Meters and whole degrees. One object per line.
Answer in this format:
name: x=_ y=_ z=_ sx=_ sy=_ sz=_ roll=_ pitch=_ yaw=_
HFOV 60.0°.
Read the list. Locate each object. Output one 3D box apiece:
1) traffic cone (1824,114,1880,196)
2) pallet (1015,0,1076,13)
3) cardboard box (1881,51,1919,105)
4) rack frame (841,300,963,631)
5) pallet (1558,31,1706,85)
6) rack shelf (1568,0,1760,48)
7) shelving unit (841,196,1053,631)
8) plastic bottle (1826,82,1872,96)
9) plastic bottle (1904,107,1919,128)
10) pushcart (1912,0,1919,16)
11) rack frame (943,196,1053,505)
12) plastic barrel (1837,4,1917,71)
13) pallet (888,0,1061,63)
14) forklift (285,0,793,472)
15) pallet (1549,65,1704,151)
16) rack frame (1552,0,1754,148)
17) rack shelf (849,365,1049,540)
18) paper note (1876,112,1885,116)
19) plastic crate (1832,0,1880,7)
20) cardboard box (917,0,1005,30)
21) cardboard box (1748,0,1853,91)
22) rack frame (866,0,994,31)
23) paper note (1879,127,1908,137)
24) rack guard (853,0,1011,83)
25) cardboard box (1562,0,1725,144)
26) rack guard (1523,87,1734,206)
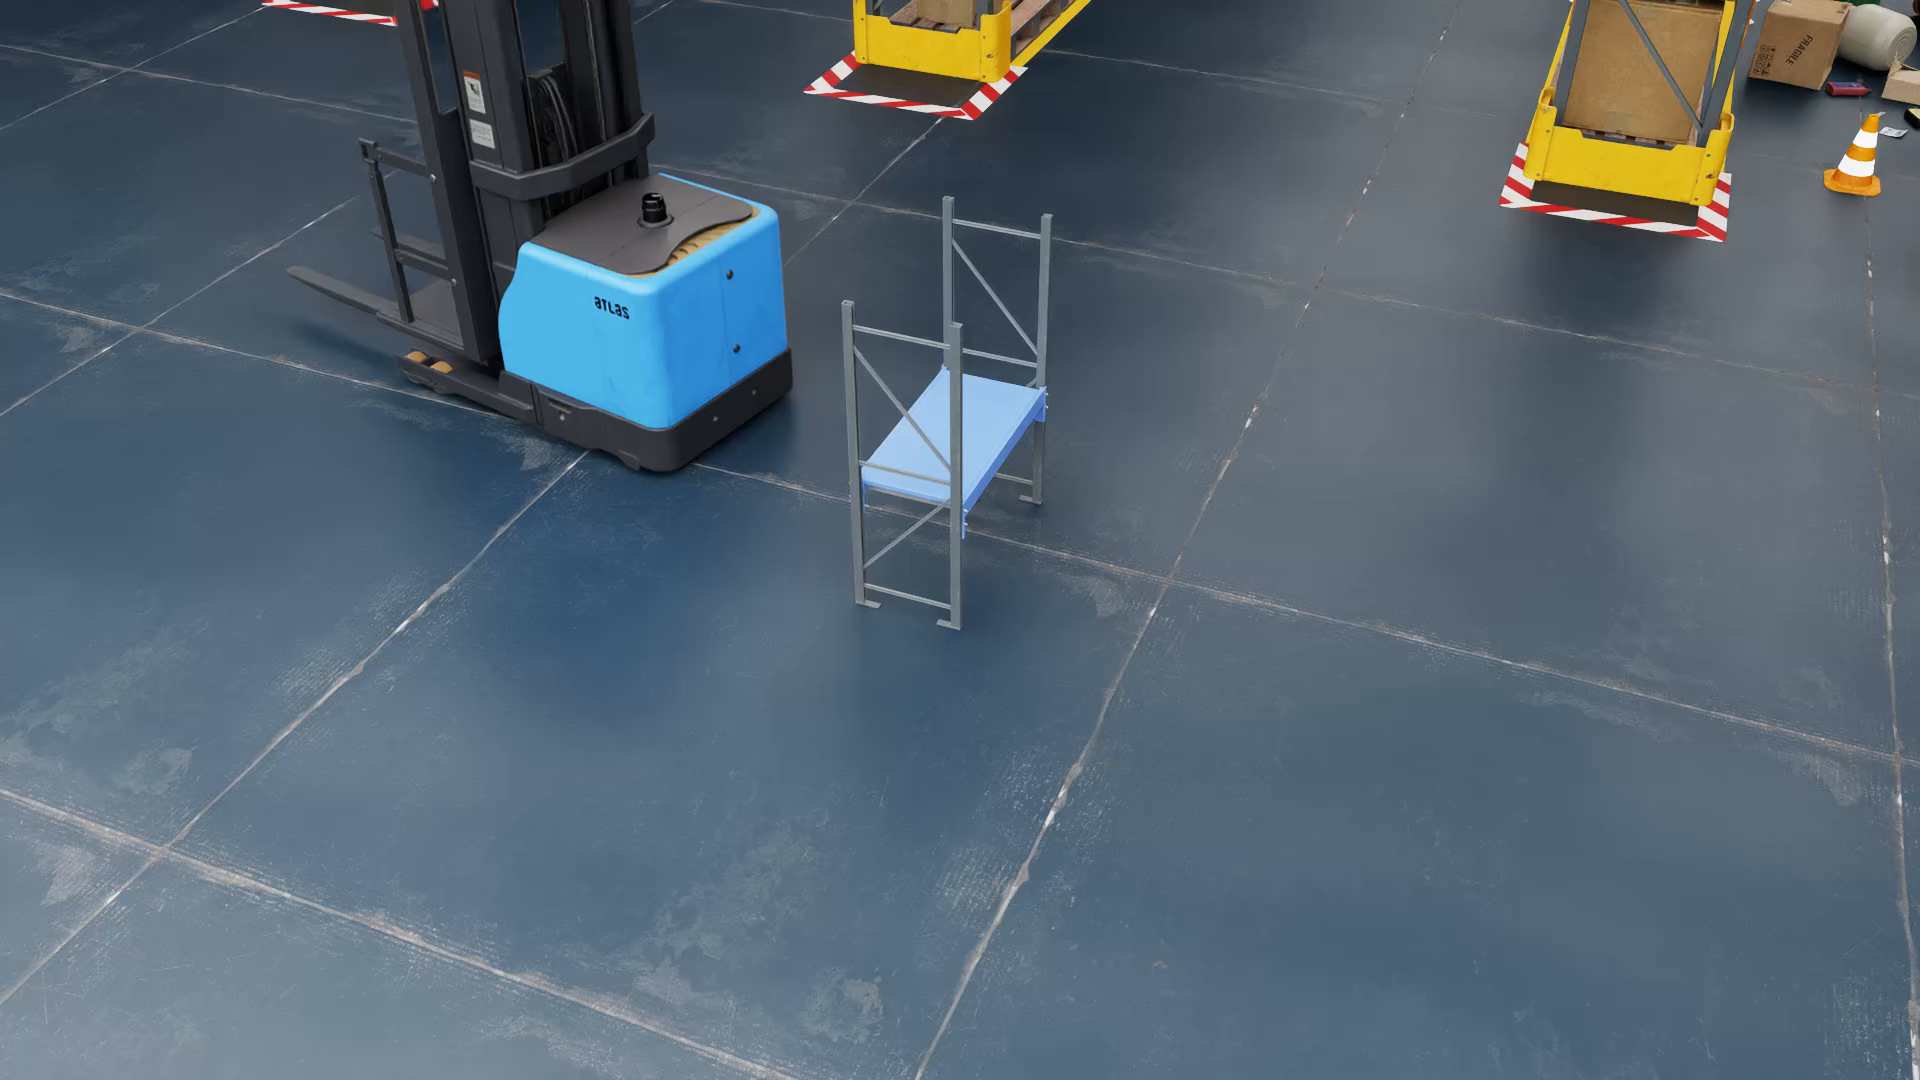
traffic cone: x=5.825 y=-2.514 z=10.727 sx=0.336 sy=0.463 sz=0.334 roll=14 pitch=39 yaw=18
pallet: x=0.598 y=-4.786 z=13.976 sx=1.003 sy=0.211 sz=1.213 roll=14 pitch=39 yaw=18
cardboard box: x=6.881 y=-3.308 z=11.954 sx=0.396 sy=0.266 sz=0.258 roll=21 pitch=42 yaw=25
rack frame: x=-0.226 y=-0.272 z=6.861 sx=0.500 sy=1.500 sz=0.032 roll=14 pitch=39 yaw=18
pallet: x=5.007 y=-3.577 z=12.359 sx=1.003 sy=0.211 sz=1.213 roll=14 pitch=39 yaw=18
rack shelf: x=5.071 y=-4.379 z=11.704 sx=1.077 sy=0.370 sz=4.000 roll=14 pitch=39 yaw=18
shelving unit: x=-0.032 y=-0.553 z=7.238 sx=0.538 sy=1.500 sz=1.048 roll=14 pitch=39 yaw=18
plastic bottle: x=6.463 y=-3.276 z=12.082 sx=0.283 sy=0.061 sz=0.133 roll=1 pitch=37 yaw=2
plastic bottle: x=6.729 y=-2.974 z=11.678 sx=0.133 sy=0.061 sz=0.283 roll=1 pitch=37 yaw=2
pushcart: x=8.320 y=-4.144 z=12.979 sx=1.648 sy=0.377 sz=0.936 roll=1 pitch=37 yaw=2
rack frame: x=0.161 y=-0.835 z=7.614 sx=0.500 sy=1.500 sz=0.032 roll=14 pitch=39 yaw=18
plastic barrel: x=6.819 y=-3.765 z=12.434 sx=0.421 sy=0.421 sz=0.512 roll=-17 pitch=40 yaw=-22
pallet: x=0.132 y=-4.113 z=13.076 sx=1.003 sy=0.211 sz=1.213 roll=14 pitch=39 yaw=18
forklift: x=-2.384 y=-2.186 z=8.227 sx=3.031 sy=2.935 sz=1.130 roll=22 pitch=42 yaw=26
pallet: x=4.542 y=-2.903 z=11.458 sx=1.003 sy=0.211 sz=1.213 roll=14 pitch=39 yaw=18
rack frame: x=4.310 y=-3.560 z=10.007 sx=1.000 sy=3.000 sz=0.127 roll=14 pitch=39 yaw=18
rack shelf: x=-0.032 y=-0.409 z=7.345 sx=0.538 sy=0.185 sz=1.000 roll=14 pitch=39 yaw=18
paper note: x=6.508 y=-3.013 z=11.772 sx=0.123 sy=0.001 sz=0.032 roll=-25 pitch=43 yaw=-29
plastic crate: x=6.977 y=-4.277 z=13.267 sx=0.662 sy=0.188 sz=0.450 roll=-25 pitch=33 yaw=-29
cardboard box: x=0.014 y=-4.255 z=12.674 sx=0.500 sy=0.500 sz=0.500 roll=21 pitch=42 yaw=26
cardboard box: x=6.190 y=-3.681 z=12.255 sx=0.500 sy=0.500 sz=0.500 roll=21 pitch=42 yaw=25
rack frame: x=-0.239 y=-4.746 z=11.594 sx=1.000 sy=3.000 sz=0.127 roll=14 pitch=39 yaw=18
paper note: x=6.461 y=-2.828 z=11.510 sx=0.144 sy=0.017 sz=0.142 roll=29 pitch=45 yaw=33
rack guard: x=-0.210 y=-3.787 z=12.398 sx=1.175 sy=0.500 sz=0.348 roll=14 pitch=39 yaw=18
cardboard box: x=4.507 y=-3.268 z=11.040 sx=0.875 sy=0.875 sz=0.875 roll=14 pitch=39 yaw=18
rack guard: x=4.301 y=-2.545 z=10.738 sx=1.175 sy=0.500 sz=0.348 roll=14 pitch=39 yaw=18
